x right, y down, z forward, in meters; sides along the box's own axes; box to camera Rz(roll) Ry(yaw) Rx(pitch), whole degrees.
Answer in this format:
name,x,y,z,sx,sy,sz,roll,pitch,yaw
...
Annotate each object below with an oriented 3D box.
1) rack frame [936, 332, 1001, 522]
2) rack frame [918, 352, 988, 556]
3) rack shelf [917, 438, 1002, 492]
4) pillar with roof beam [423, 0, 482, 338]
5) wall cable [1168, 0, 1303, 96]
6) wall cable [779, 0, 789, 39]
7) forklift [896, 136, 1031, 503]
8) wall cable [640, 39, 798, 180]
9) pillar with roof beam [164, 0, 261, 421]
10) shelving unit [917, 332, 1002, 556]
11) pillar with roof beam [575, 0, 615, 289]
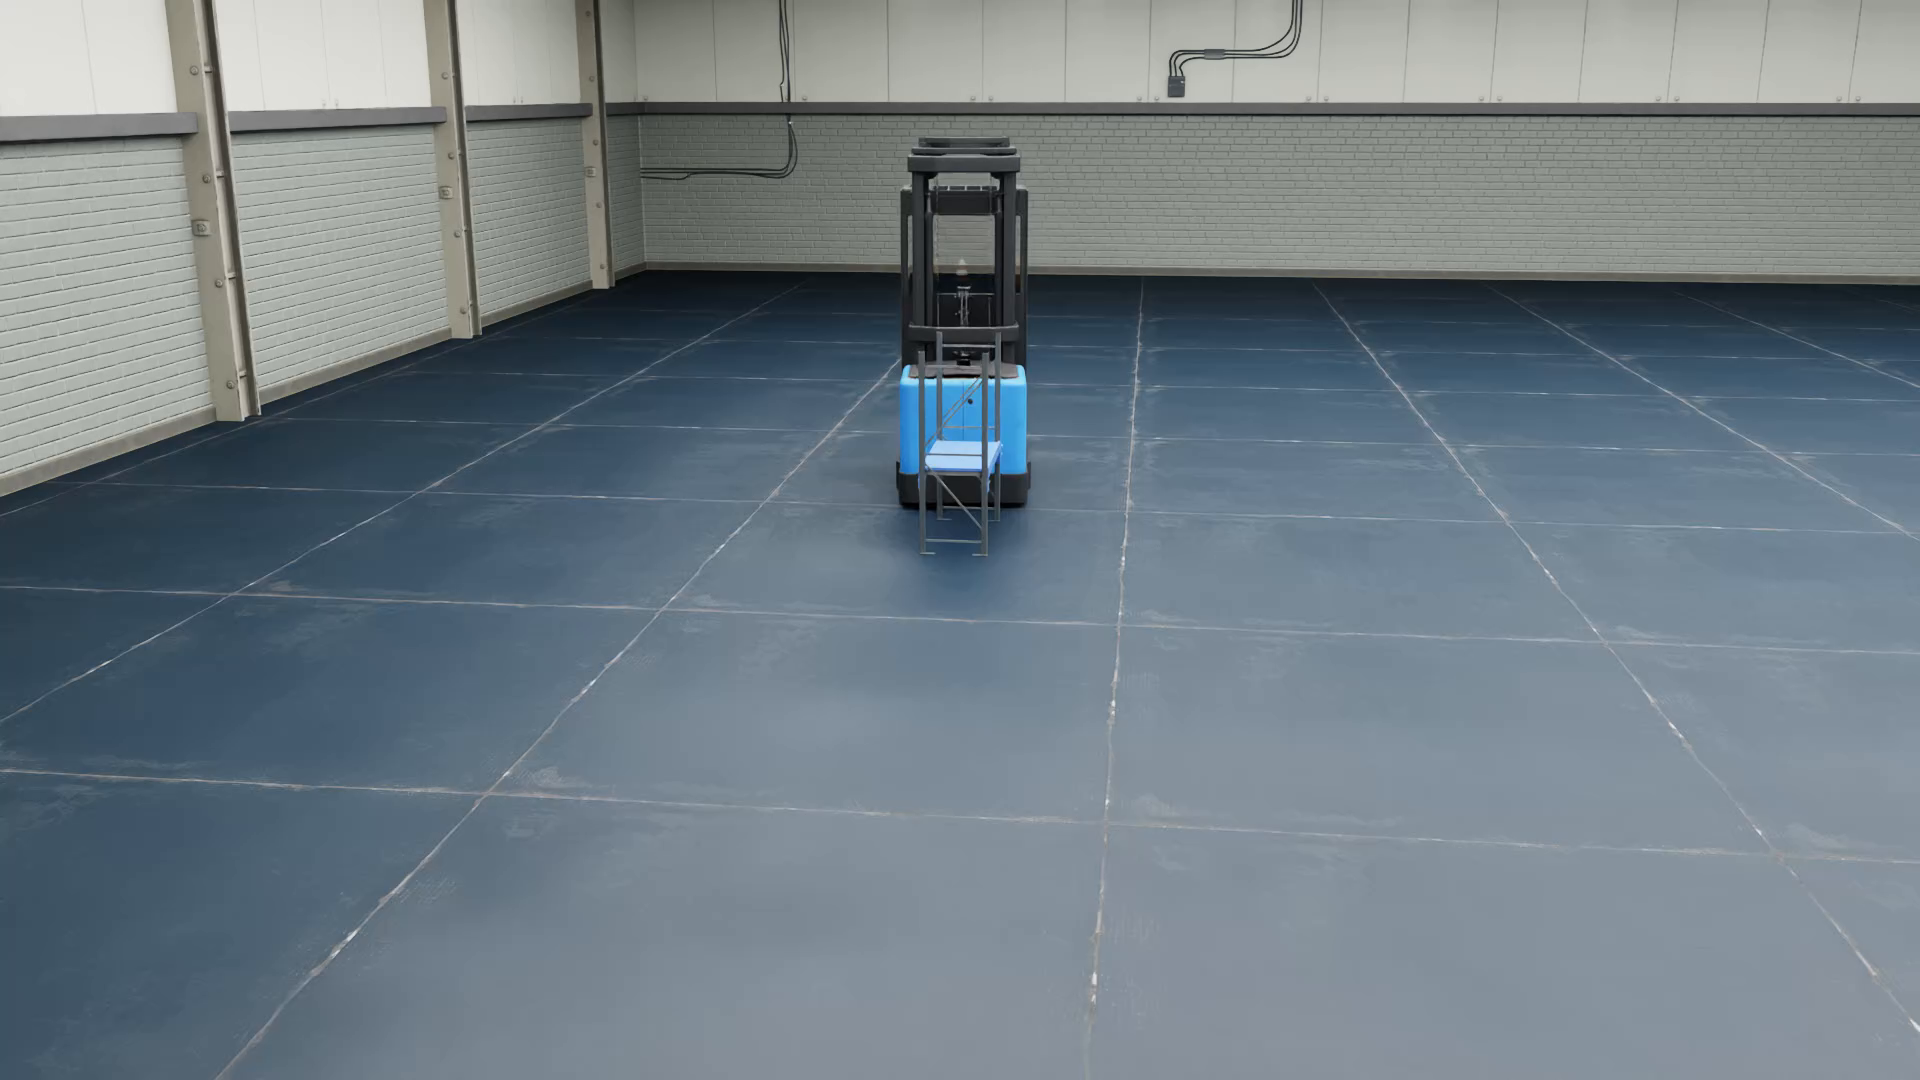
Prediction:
name,x,y,z,sx,sy,sz,roll,pitch,yaw
rack frame,0.067,-0.878,13.036,0.500,1.500,0.032,2,15,6
rack frame,-0.048,-0.614,12.061,0.500,1.500,0.032,2,15,6
rack shelf,0.010,-0.572,12.595,0.538,0.185,1.000,2,15,6
pillar with roof beam,-2.605,-7.057,21.520,9.100,9.000,0.400,2,15,6
wall cable,4.871,-10.823,28.932,2.305,6.003,0.169,2,15,6
wall cable,-1.872,-10.324,29.877,3.097,2.526,0.112,2,15,6
forklift,0.038,-2.041,14.593,1.130,2.935,3.031,0,15,0
wall cable,-4.560,-7.966,30.831,3.097,2.526,0.112,2,15,6
pillar with roof beam,-3.282,-5.501,15.765,9.100,9.000,0.400,2,15,6
shelving unit,0.010,-0.746,12.548,0.538,1.500,1.048,2,15,6
pillar with roof beam,-1.928,-8.613,27.275,9.100,9.000,0.400,2,15,6
